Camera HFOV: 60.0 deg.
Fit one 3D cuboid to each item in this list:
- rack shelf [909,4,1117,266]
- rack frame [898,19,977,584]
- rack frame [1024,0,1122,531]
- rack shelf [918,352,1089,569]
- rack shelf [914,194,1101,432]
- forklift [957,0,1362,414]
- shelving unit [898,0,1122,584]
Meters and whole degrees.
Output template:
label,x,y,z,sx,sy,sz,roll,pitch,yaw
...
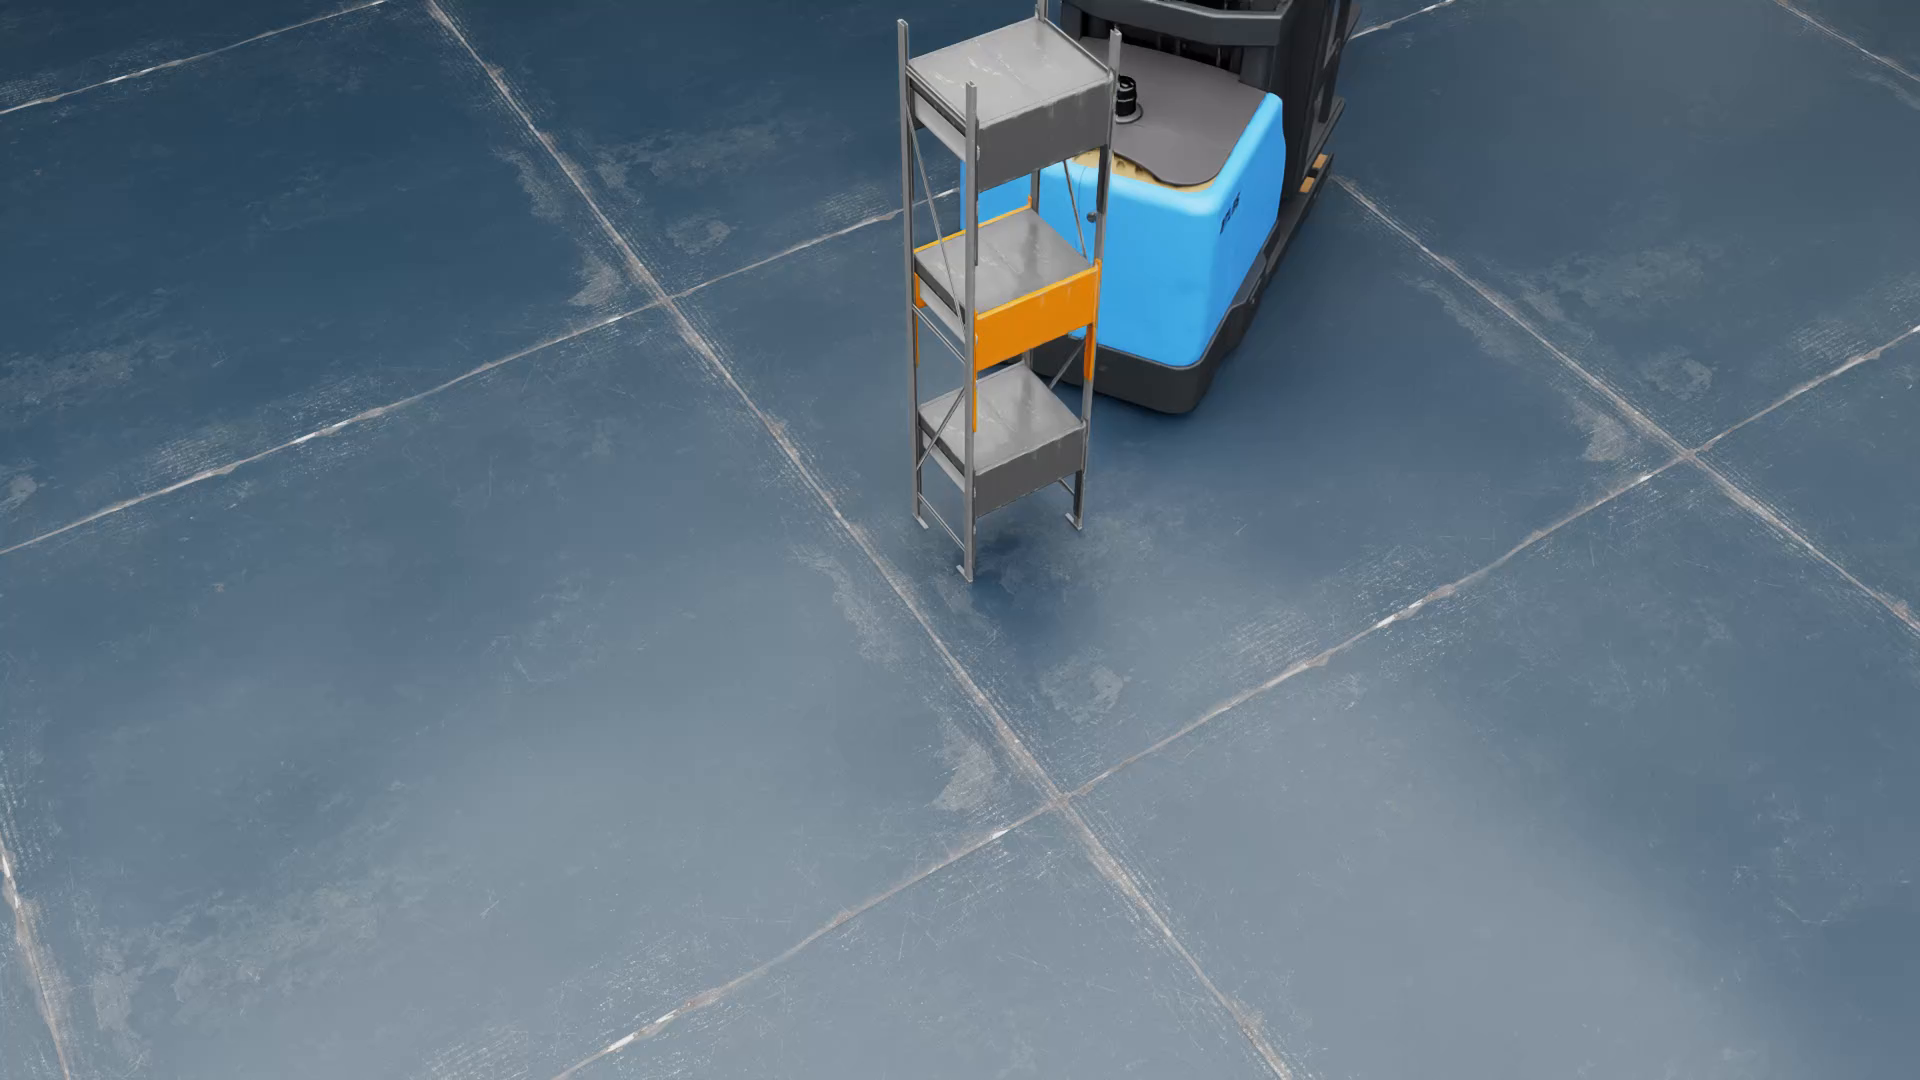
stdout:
label,x,y,z,sx,sy,sz,roll,pitch,yaw
rack shelf,0.140,-1.221,5.012,0.480,0.518,0.431,-25,53,-21
rack frame,-0.066,-0.667,5.438,0.015,2.100,0.400,-25,53,-21
rack frame,0.346,-0.861,5.611,0.015,2.100,0.400,-25,53,-21
rack shelf,0.140,-0.290,6.058,0.480,0.518,0.431,-25,53,-21
rack shelf,0.140,-0.755,5.535,0.480,0.518,0.431,-25,53,-21
forklift,1.068,-2.592,6.595,1.130,2.935,3.031,19,51,16
shelving unit,0.140,-0.764,5.525,0.503,2.100,0.431,-25,53,-21
